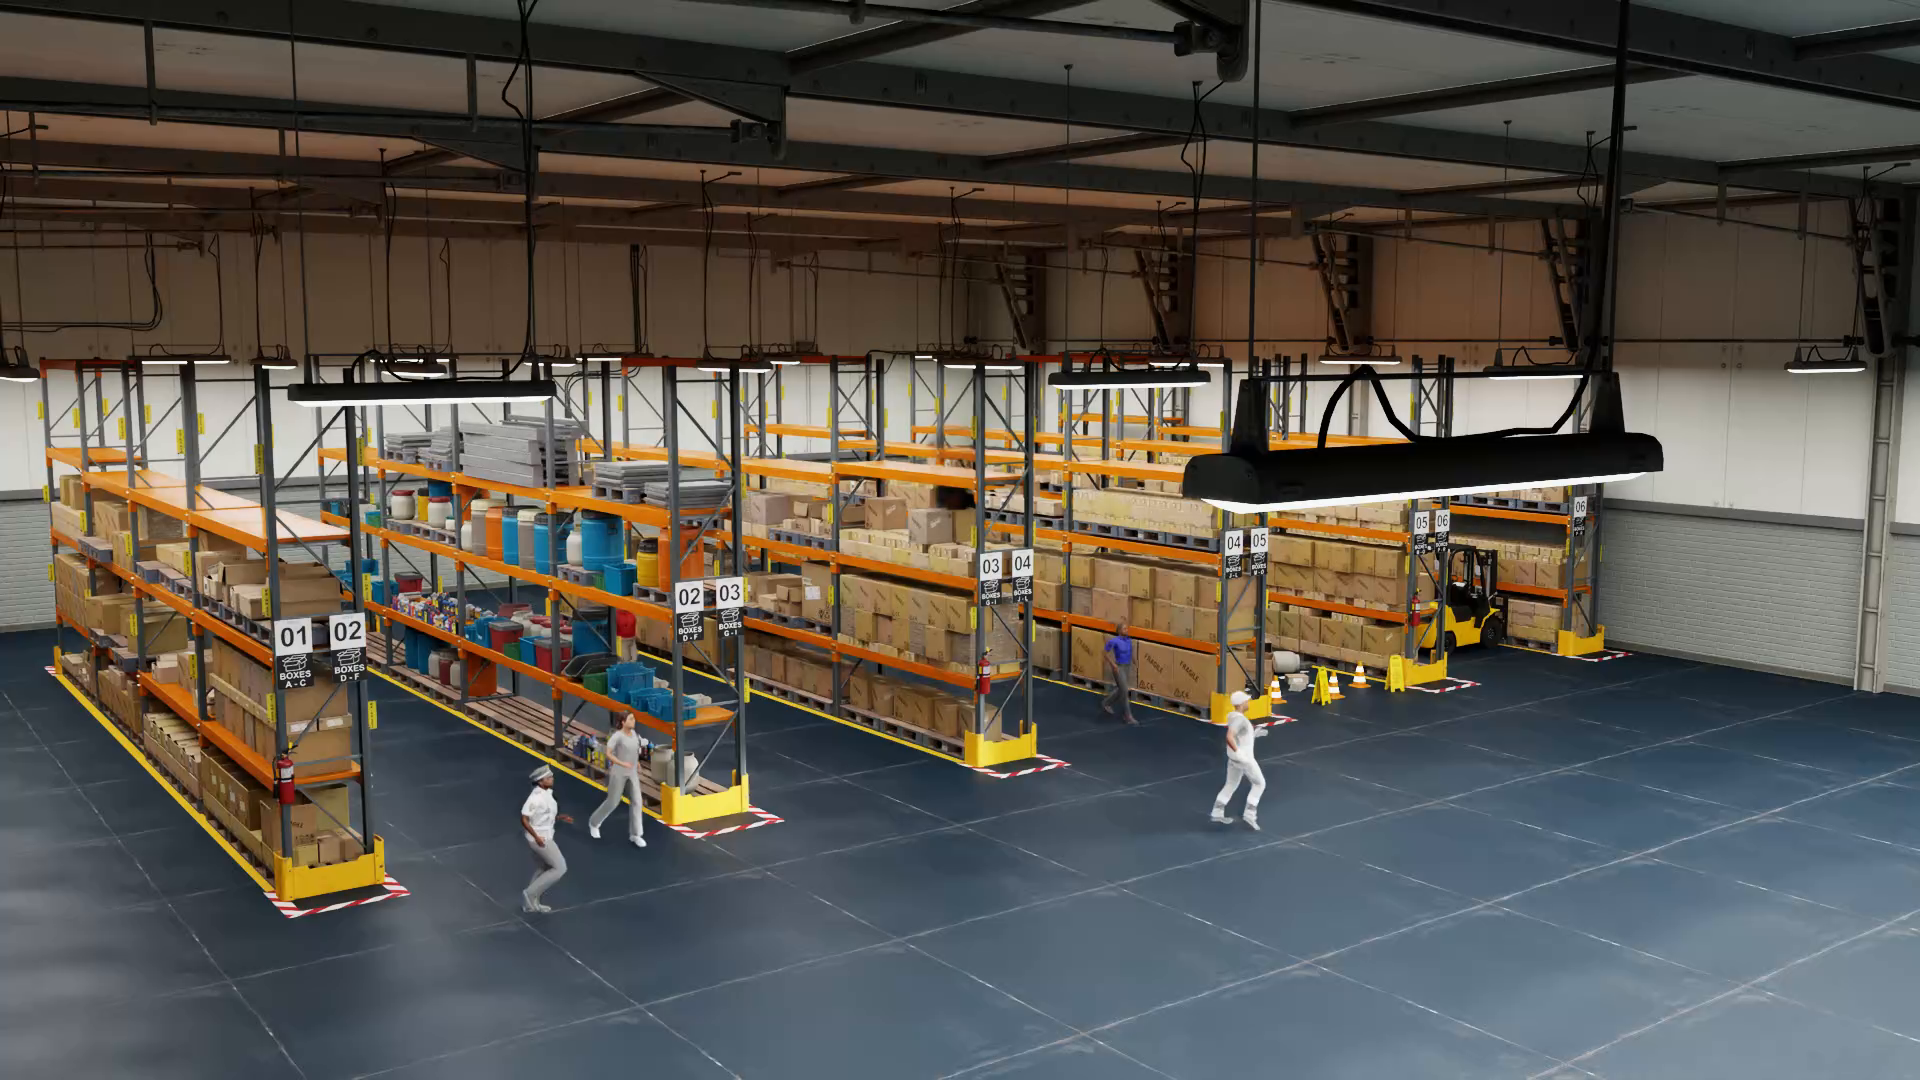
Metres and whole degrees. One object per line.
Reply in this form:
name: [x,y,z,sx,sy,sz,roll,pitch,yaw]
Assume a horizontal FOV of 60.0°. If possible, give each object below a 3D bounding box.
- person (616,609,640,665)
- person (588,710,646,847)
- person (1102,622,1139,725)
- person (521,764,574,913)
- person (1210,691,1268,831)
person: [-6.109,1.883,30.231,0.603,1.688,0.665,6,9,42]
person: [-4.229,2.977,21.055,0.943,1.654,0.641,5,8,36]
person: [2.678,2.193,27.720,0.823,1.674,0.588,7,10,45]
person: [-4.568,3.298,18.430,0.558,1.668,0.561,-1,7,-8]
person: [3.642,2.864,21.542,0.761,1.839,0.641,-1,7,-11]
